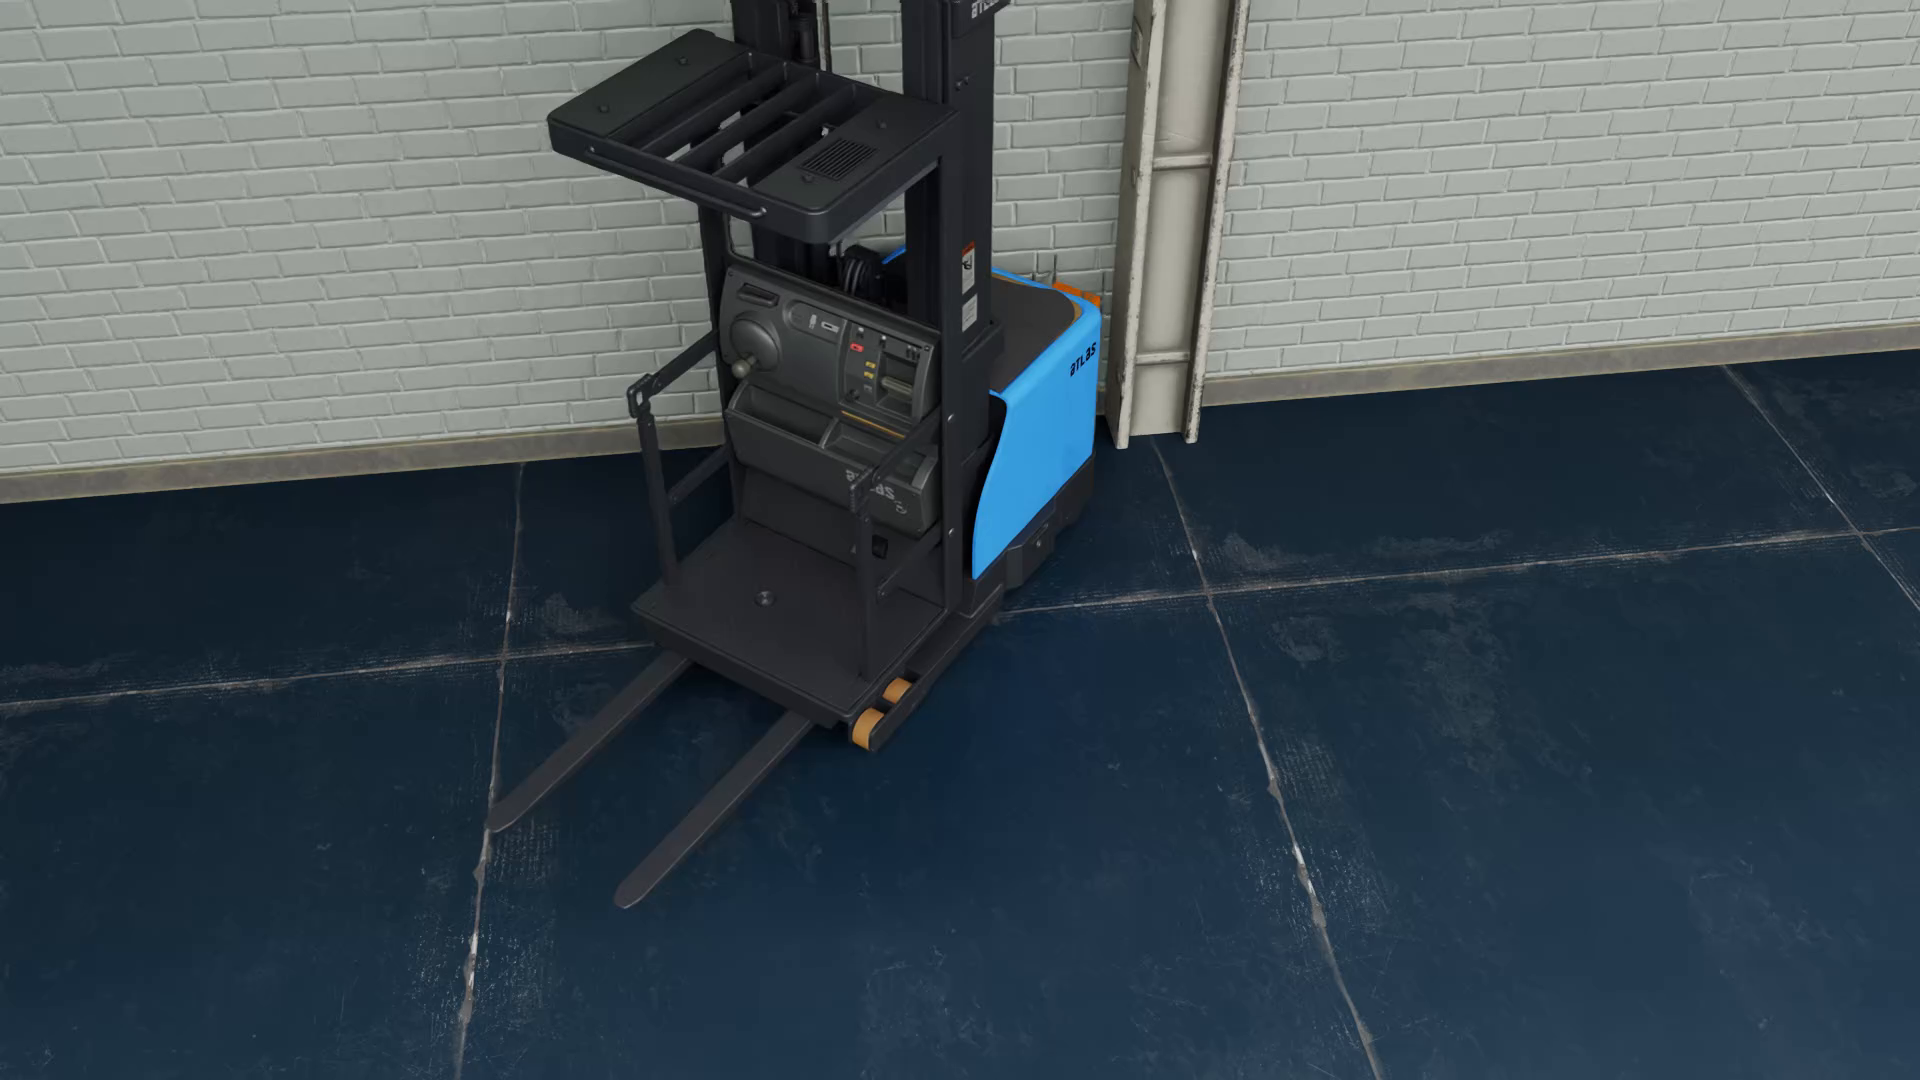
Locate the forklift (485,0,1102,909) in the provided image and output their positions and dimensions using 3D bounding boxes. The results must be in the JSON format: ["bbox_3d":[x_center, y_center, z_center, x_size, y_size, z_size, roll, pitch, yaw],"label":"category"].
[{"bbox_3d":[-0.613,-0.624,5.969,1.130,2.935,3.031,23,47,24],"label":"forklift"}]

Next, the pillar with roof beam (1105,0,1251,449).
[{"bbox_3d":[1.482,-1.037,1.896,0.400,9.000,9.100,-5,42,-6],"label":"pillar with roof beam"}]

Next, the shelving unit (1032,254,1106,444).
[{"bbox_3d":[0.472,-0.763,7.527,0.252,1.050,0.215,23,47,24],"label":"shelving unit"}]

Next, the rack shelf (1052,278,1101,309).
[{"bbox_3d":[0.472,-0.966,7.344,0.240,0.259,0.215,23,47,24],"label":"rack shelf"}]

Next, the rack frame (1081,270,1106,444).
[{"bbox_3d":[0.574,-0.719,7.478,0.008,1.050,0.200,23,47,24],"label":"rack frame"}]

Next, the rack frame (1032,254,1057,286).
[{"bbox_3d":[0.369,-0.807,7.576,0.008,1.050,0.200,23,47,24],"label":"rack frame"}]
